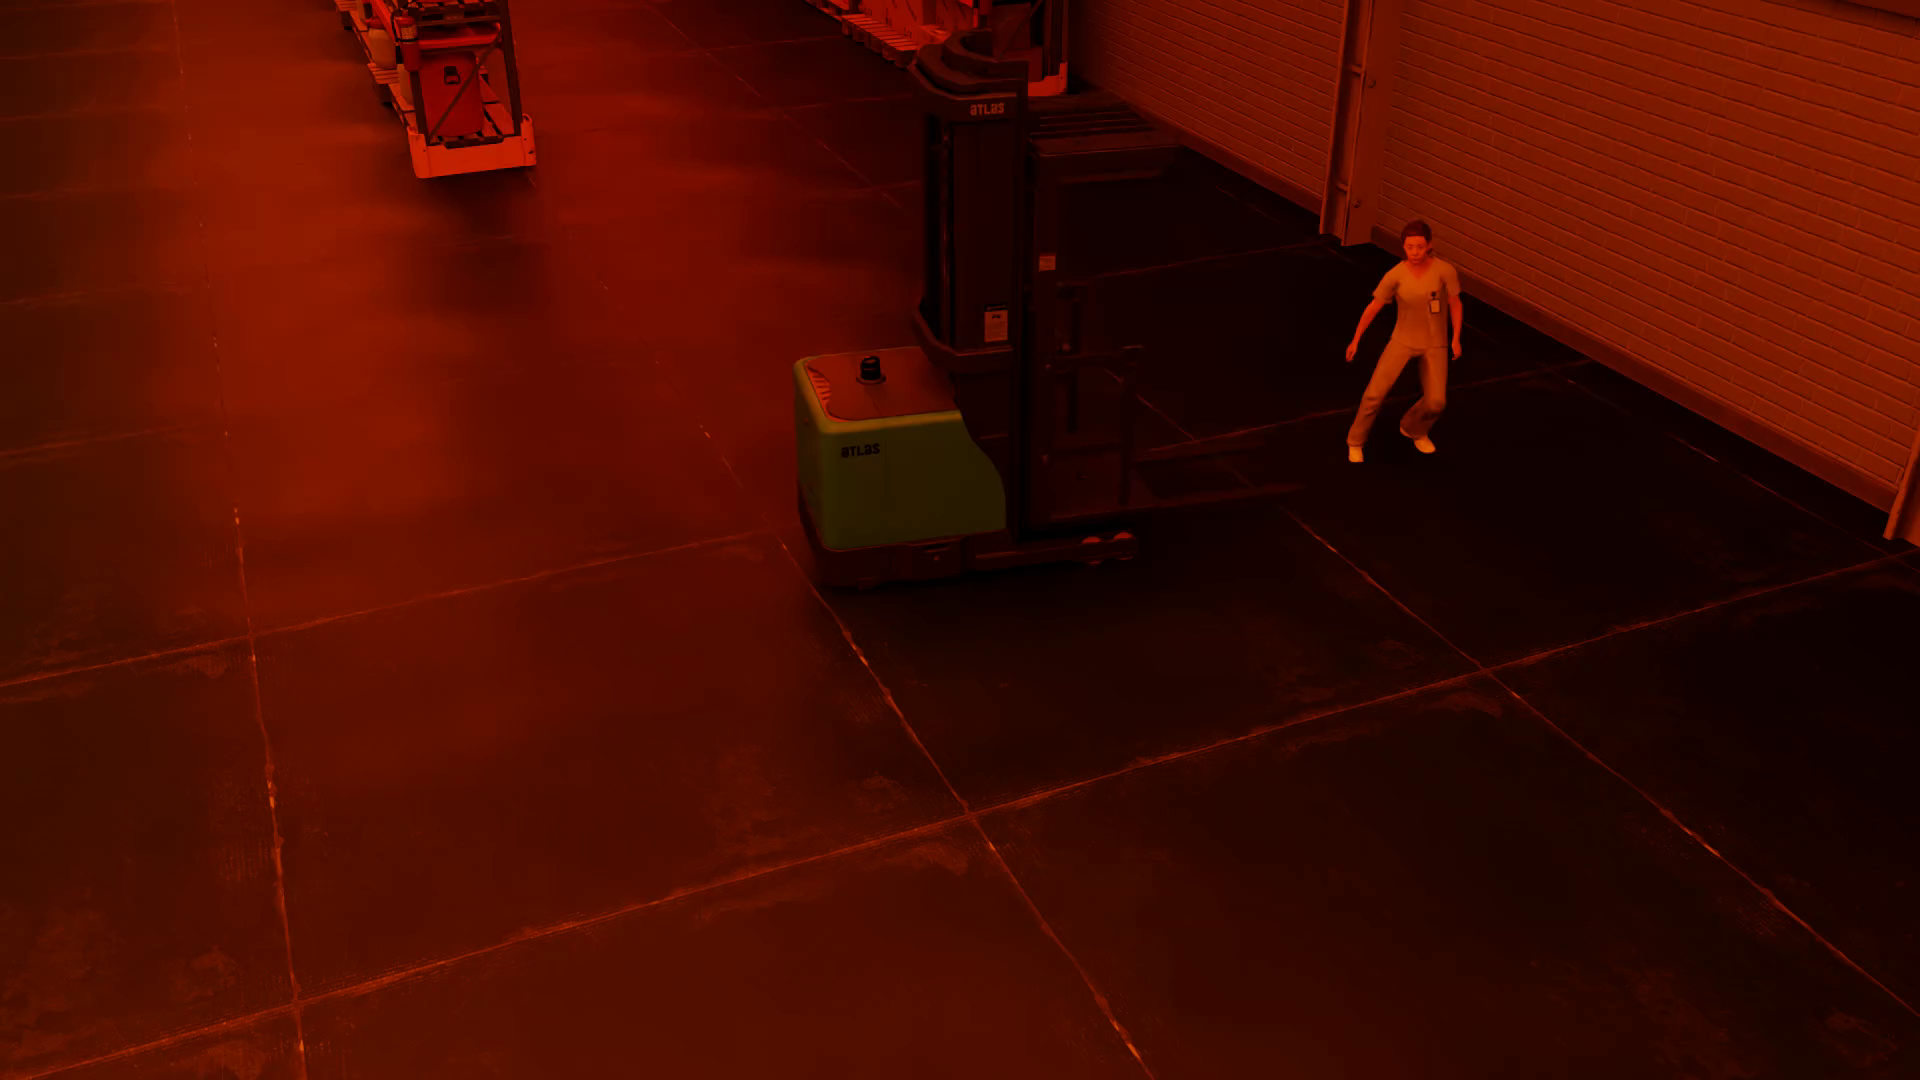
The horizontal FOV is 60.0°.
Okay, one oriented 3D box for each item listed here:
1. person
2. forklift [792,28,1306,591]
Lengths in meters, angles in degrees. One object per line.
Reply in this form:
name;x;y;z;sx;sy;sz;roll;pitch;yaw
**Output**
person;2.858;-1.262;10.695;0.717;1.573;0.522;8;31;13
forklift;0.572;-1.370;9.515;3.031;2.935;1.130;-7;31;-13
